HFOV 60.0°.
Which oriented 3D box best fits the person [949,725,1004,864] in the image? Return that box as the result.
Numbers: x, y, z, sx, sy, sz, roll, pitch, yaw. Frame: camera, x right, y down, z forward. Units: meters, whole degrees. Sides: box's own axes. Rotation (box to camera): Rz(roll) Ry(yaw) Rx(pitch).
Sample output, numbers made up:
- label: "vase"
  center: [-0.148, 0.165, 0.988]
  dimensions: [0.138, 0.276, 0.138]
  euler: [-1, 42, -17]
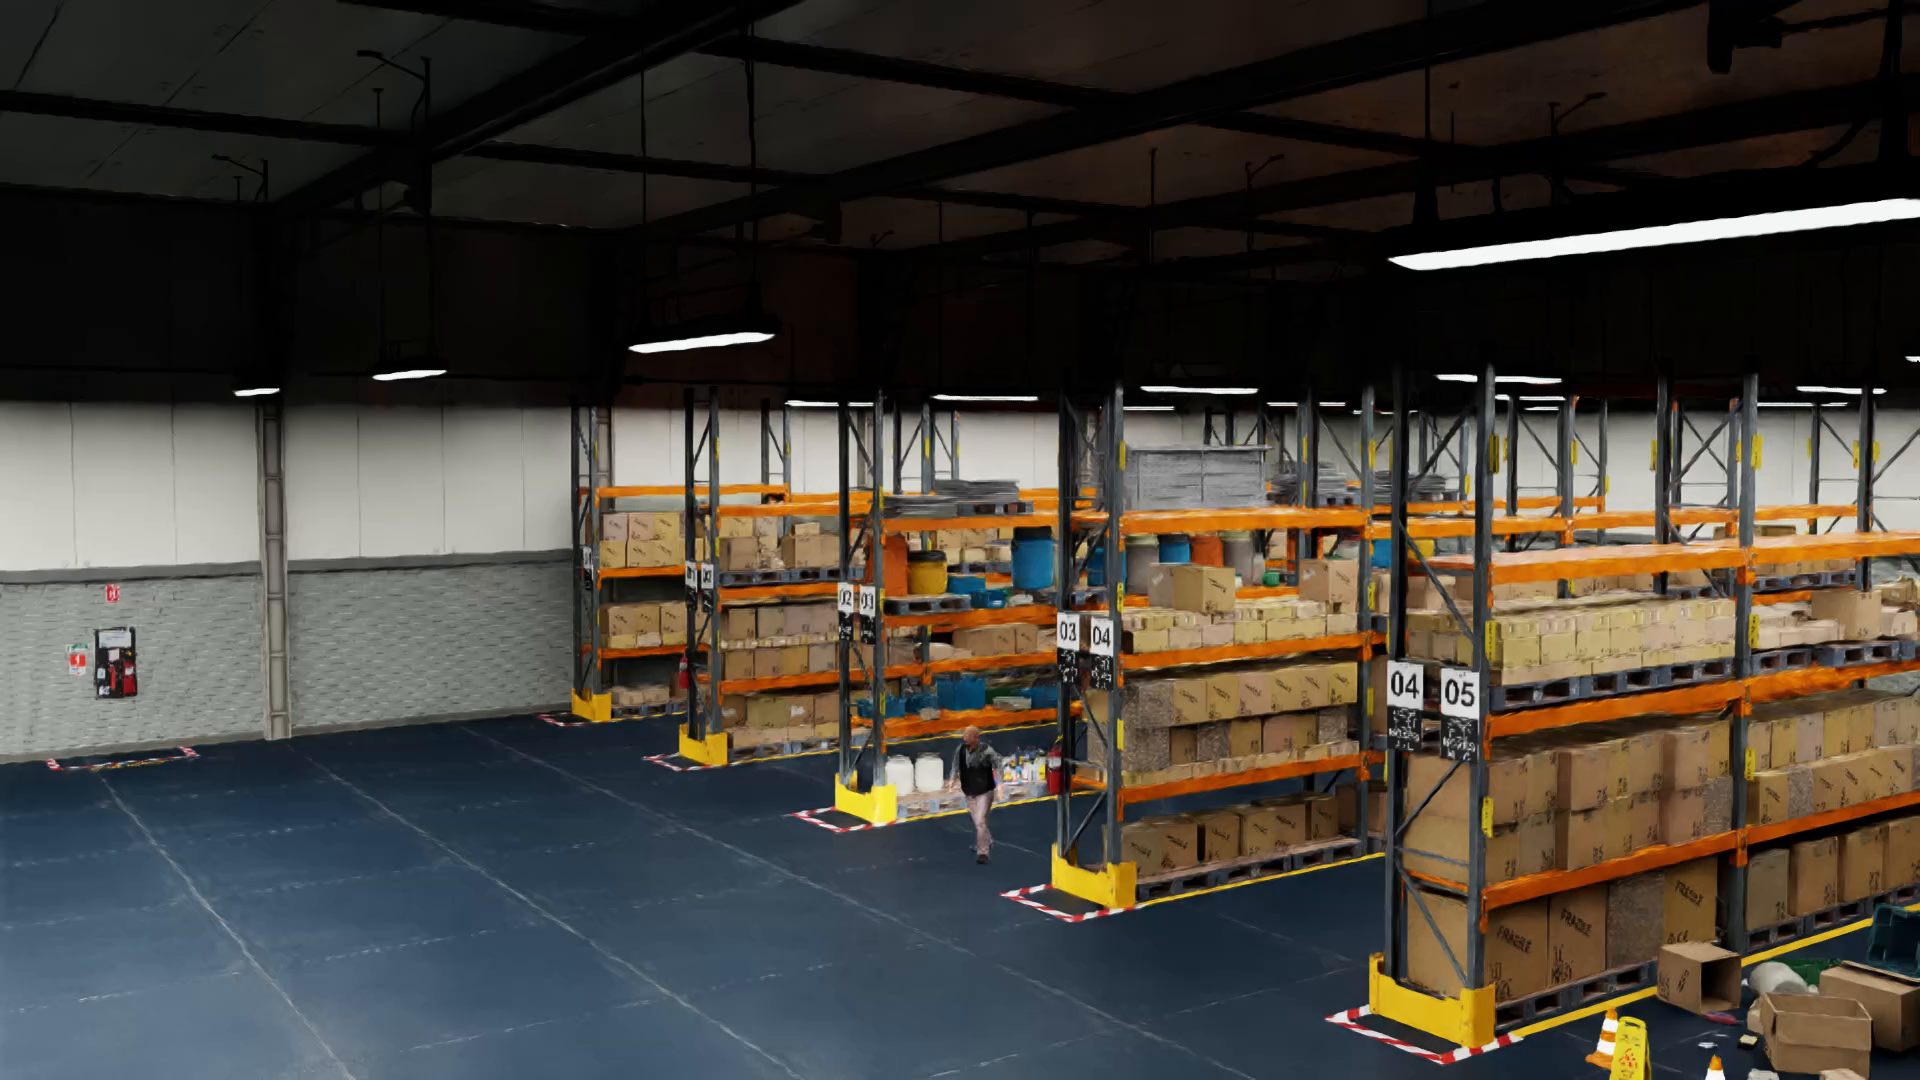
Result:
- label: "person"
  center: [0.236, 3.094, 20.527]
  dimensions: [0.674, 1.664, 0.841]
  euler: [3, 4, 38]
